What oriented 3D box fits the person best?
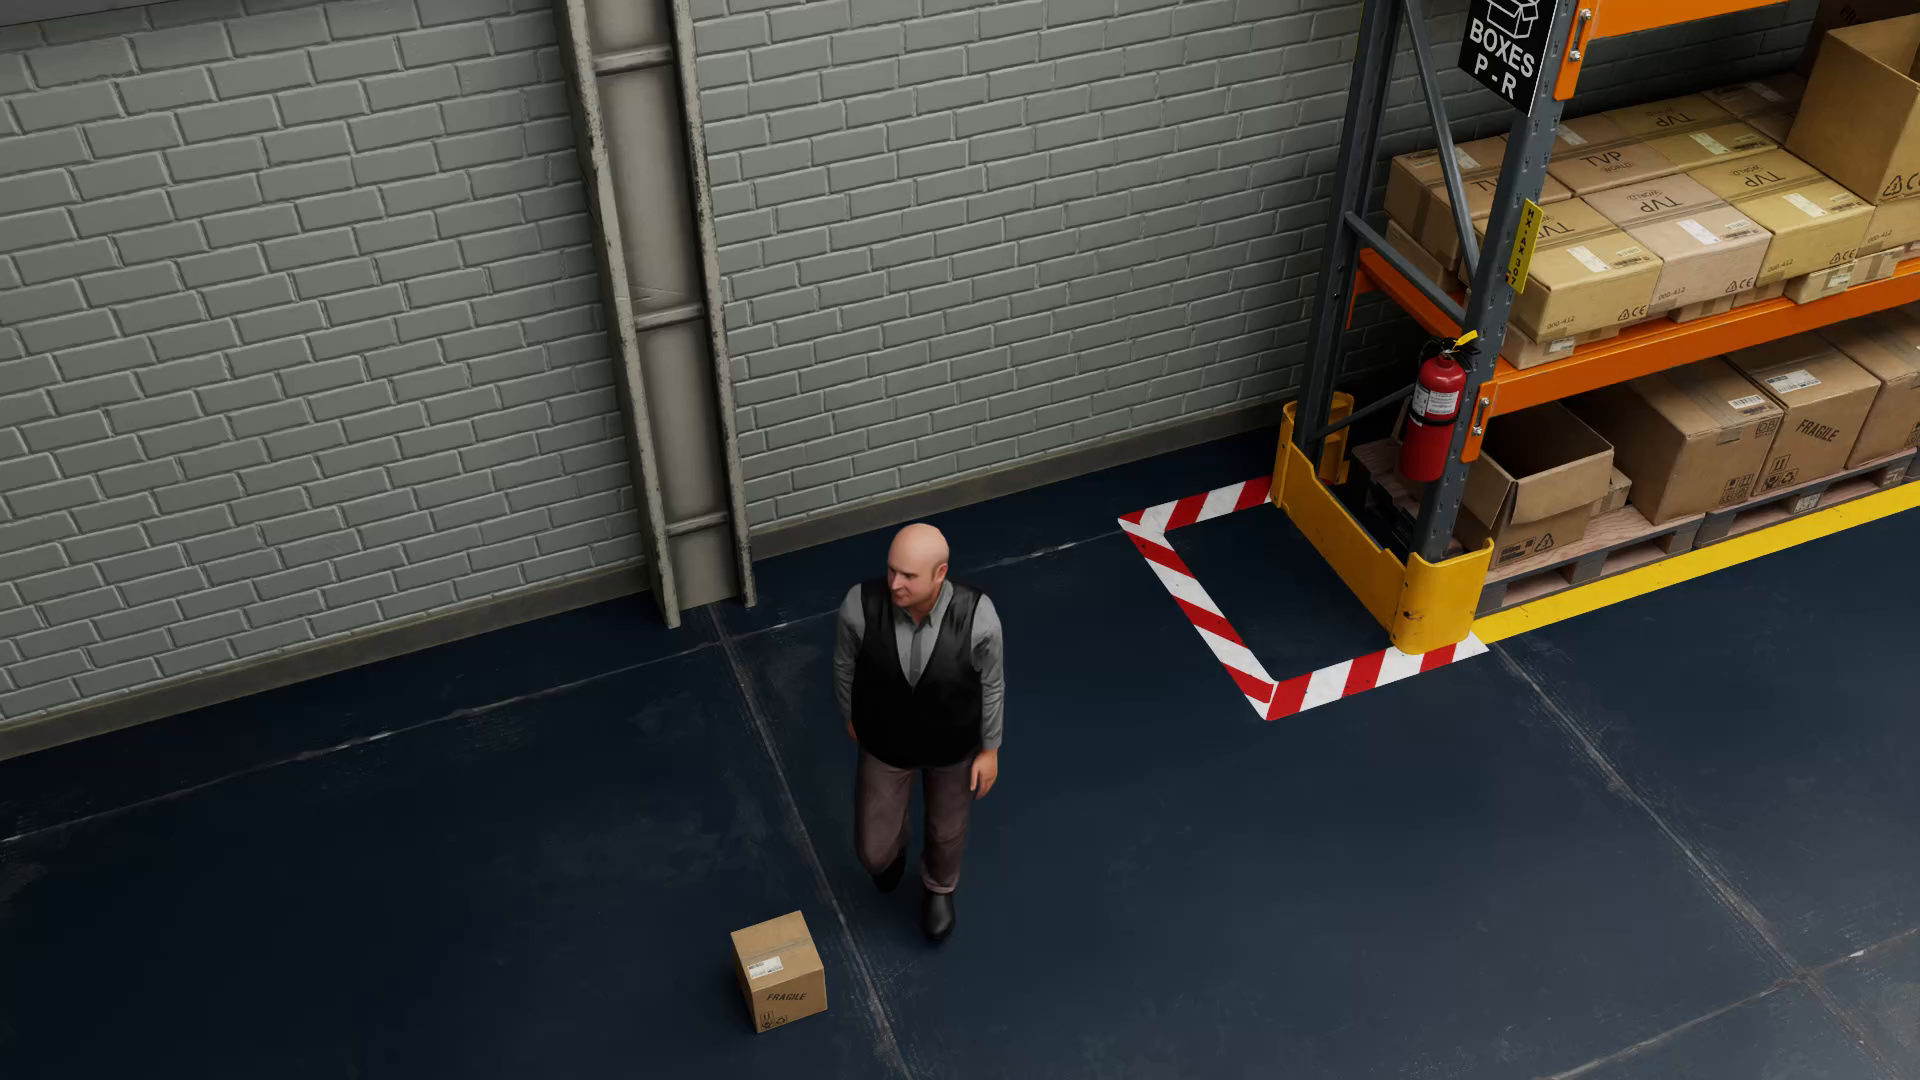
[{"bbox_3d":[-0.133,0.660,5.404,0.551,1.713,0.468,0,41,0],"label":"person"}]
